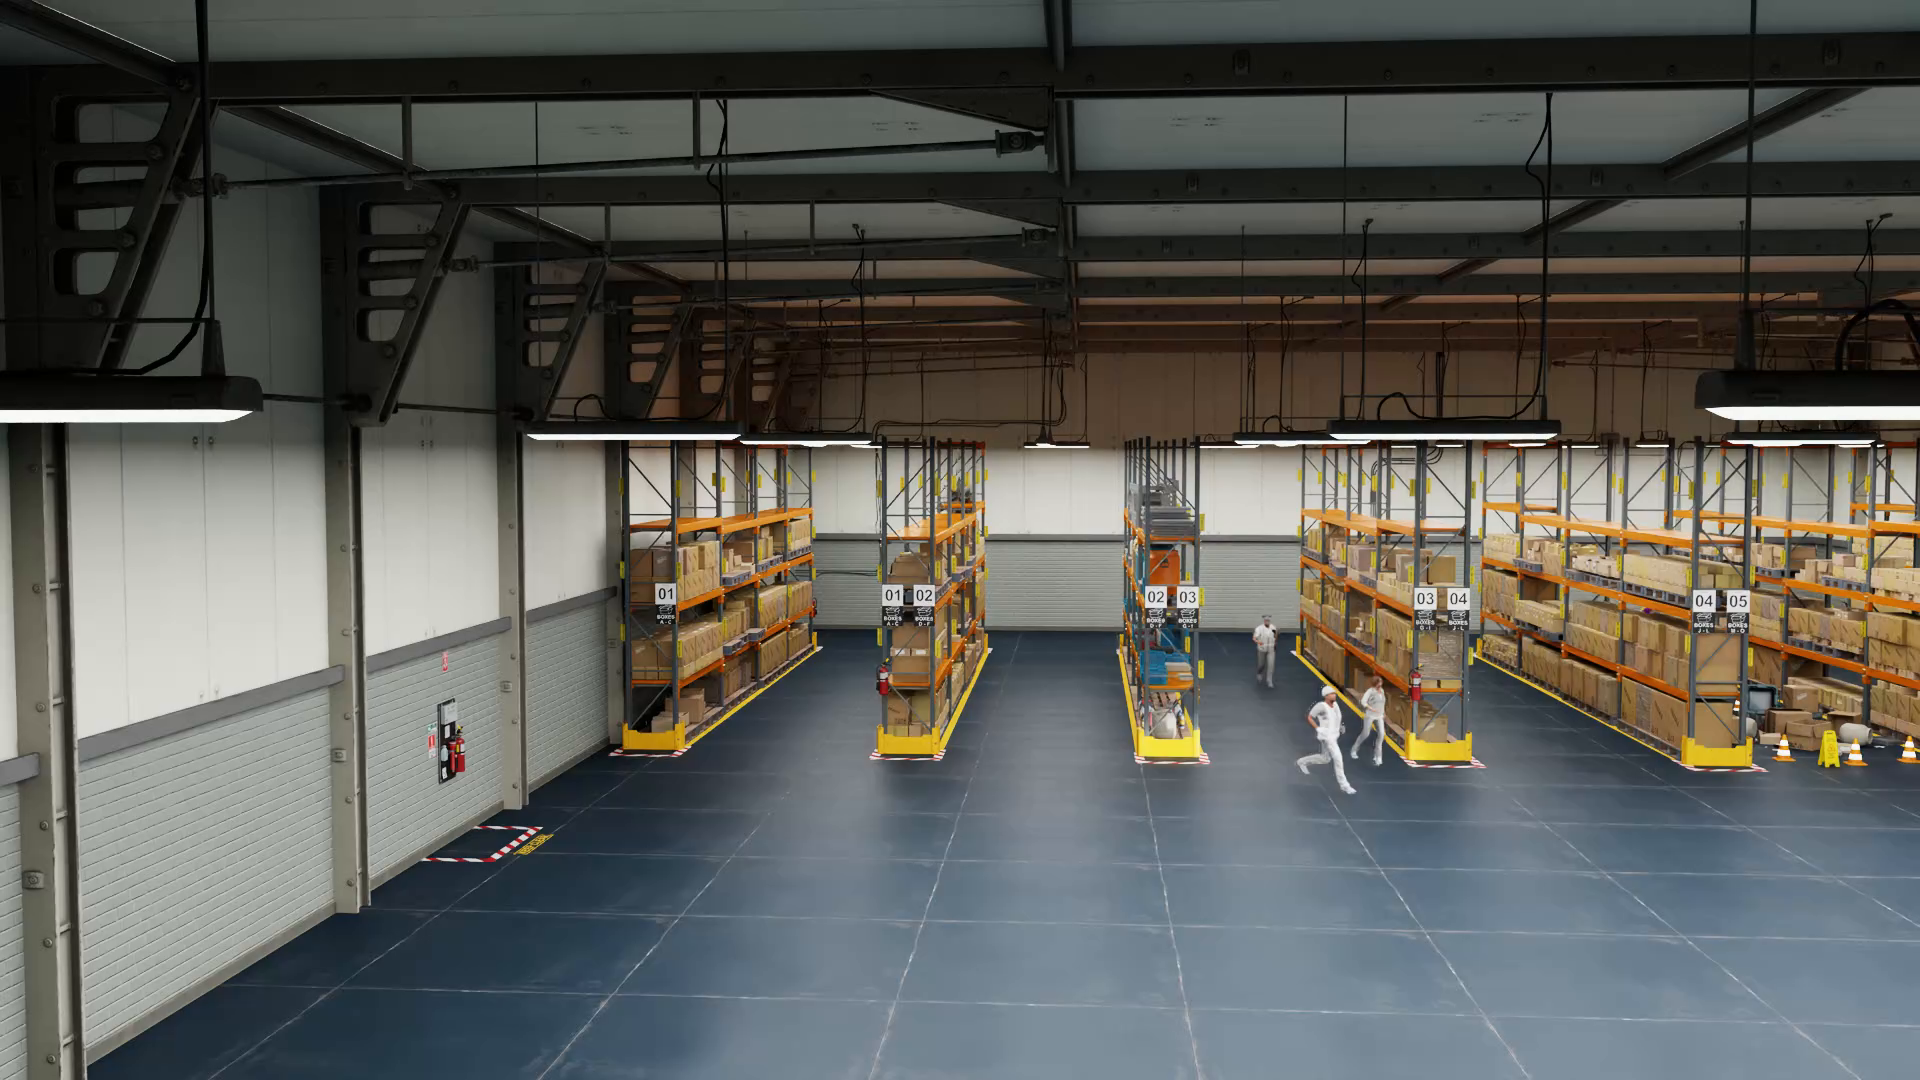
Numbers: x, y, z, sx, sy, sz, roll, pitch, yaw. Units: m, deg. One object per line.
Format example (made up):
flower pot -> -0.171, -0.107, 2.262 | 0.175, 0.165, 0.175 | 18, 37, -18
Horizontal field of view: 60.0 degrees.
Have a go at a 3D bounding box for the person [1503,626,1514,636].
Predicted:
person -> 15.825, 2.322, 47.573 | 0.609, 1.714, 0.697 | -1, 3, -13

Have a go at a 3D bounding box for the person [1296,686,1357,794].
person -> 6.211, 3.349, 28.133 | 1.137, 1.775, 0.651 | 2, 4, 34

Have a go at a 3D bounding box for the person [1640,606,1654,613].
person -> 19.524, 2.333, 47.399 | 0.576, 1.695, 0.732 | 1, 3, 15

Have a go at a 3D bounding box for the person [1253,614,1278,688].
person -> 7.452, 2.673, 40.548 | 0.647, 1.767, 0.950 | 0, 3, -2

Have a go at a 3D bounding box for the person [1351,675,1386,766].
person -> 7.616, 3.294, 30.583 | 0.612, 1.605, 0.762 | -1, 3, -23
